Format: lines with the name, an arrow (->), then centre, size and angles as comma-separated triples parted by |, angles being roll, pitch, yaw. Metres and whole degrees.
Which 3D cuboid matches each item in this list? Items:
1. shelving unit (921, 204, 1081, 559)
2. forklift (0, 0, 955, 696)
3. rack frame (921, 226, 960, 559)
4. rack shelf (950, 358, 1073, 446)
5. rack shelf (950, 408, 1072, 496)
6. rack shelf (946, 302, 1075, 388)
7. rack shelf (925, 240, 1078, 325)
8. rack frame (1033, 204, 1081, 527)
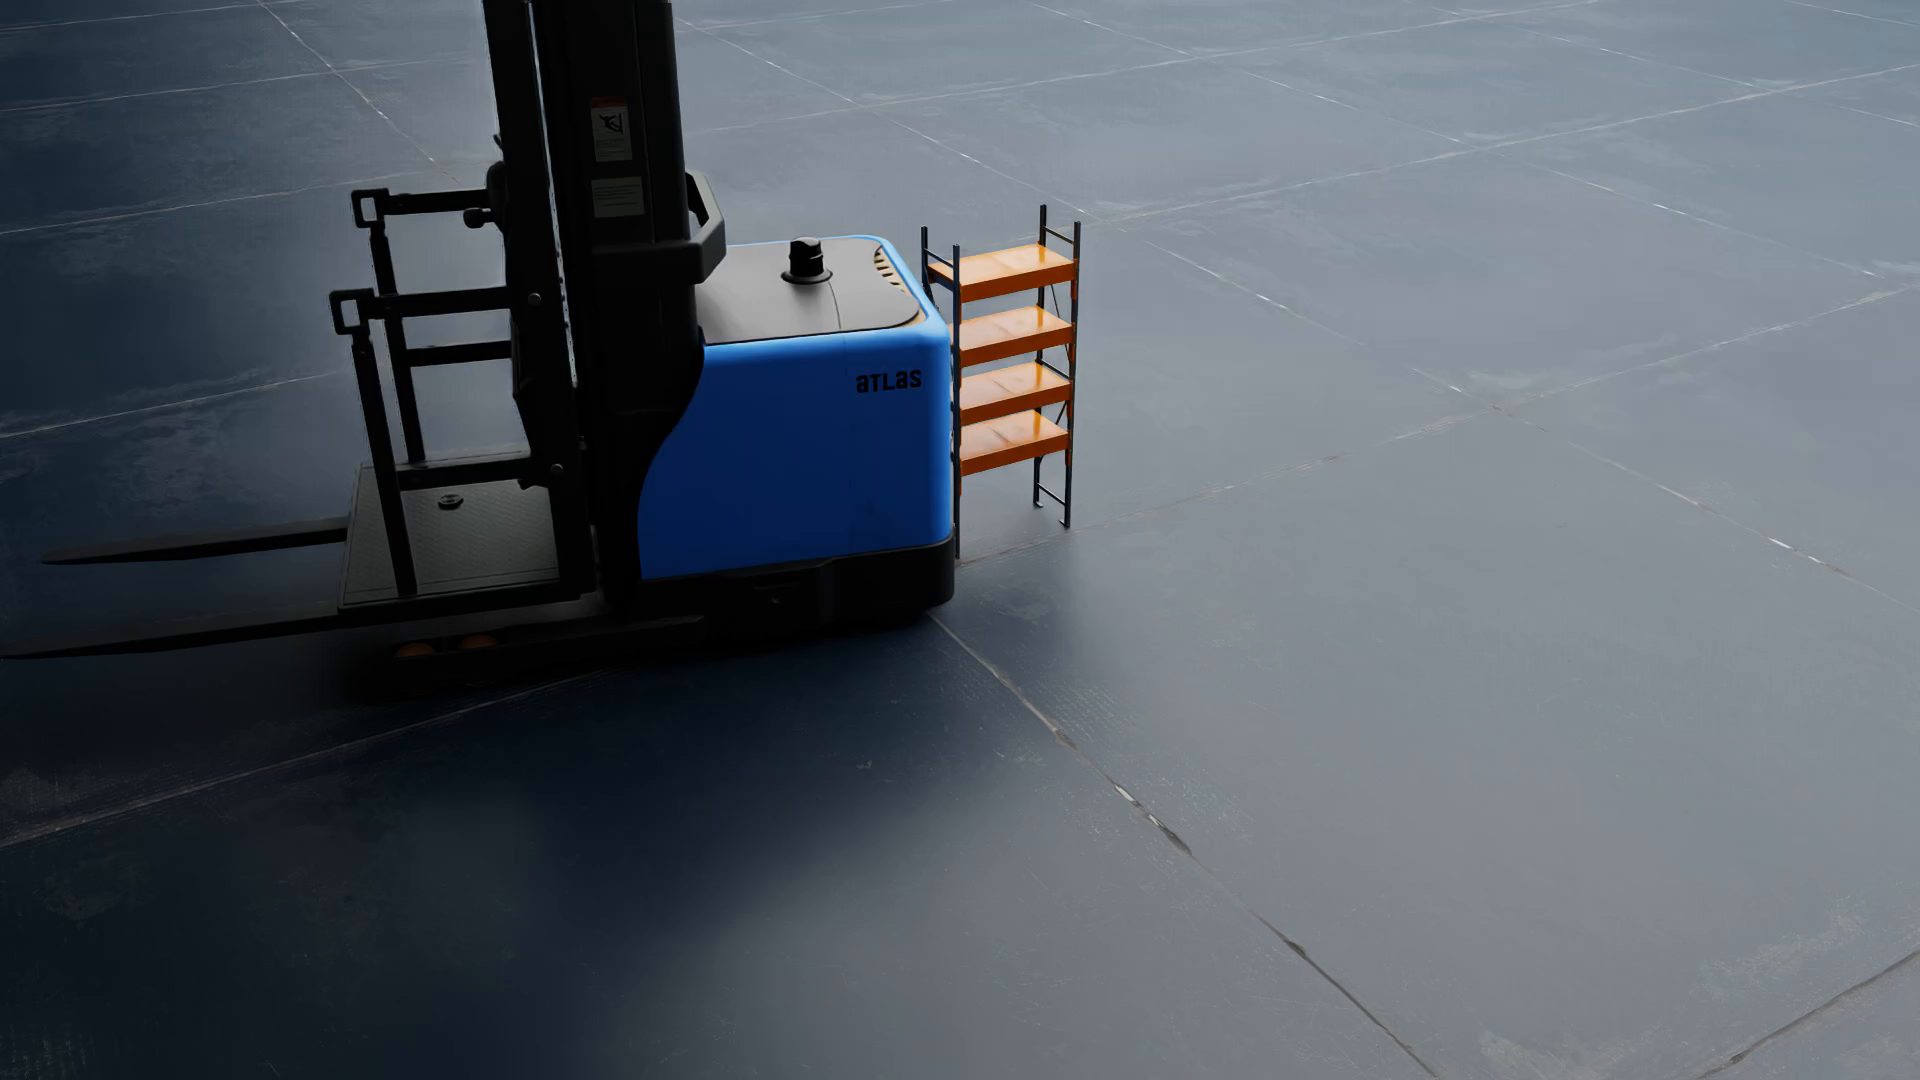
shelving unit -> 0.143, -0.566, 6.034 | 0.503, 1.200, 0.258 | -16, 33, -26
forklift -> -1.594, -1.066, 5.148 | 3.031, 2.935, 1.130 | -7, 30, -13
rack frame -> -0.068, -0.506, 5.925 | 0.015, 1.200, 0.240 | -16, 33, -26
rack shelf -> 0.143, -0.507, 6.066 | 0.480, 0.148, 0.258 | -16, 33, -26
rack shelf -> 0.143, -0.333, 6.162 | 0.480, 0.148, 0.258 | -16, 33, -26
rack shelf -> 0.143, -0.703, 5.958 | 0.480, 0.148, 0.258 | -16, 33, -26
rack shelf -> 0.143, -0.910, 5.844 | 0.480, 0.148, 0.258 | -16, 33, -26
rack frame -> 0.353, -0.626, 6.142 | 0.015, 1.200, 0.240 | -16, 33, -26
